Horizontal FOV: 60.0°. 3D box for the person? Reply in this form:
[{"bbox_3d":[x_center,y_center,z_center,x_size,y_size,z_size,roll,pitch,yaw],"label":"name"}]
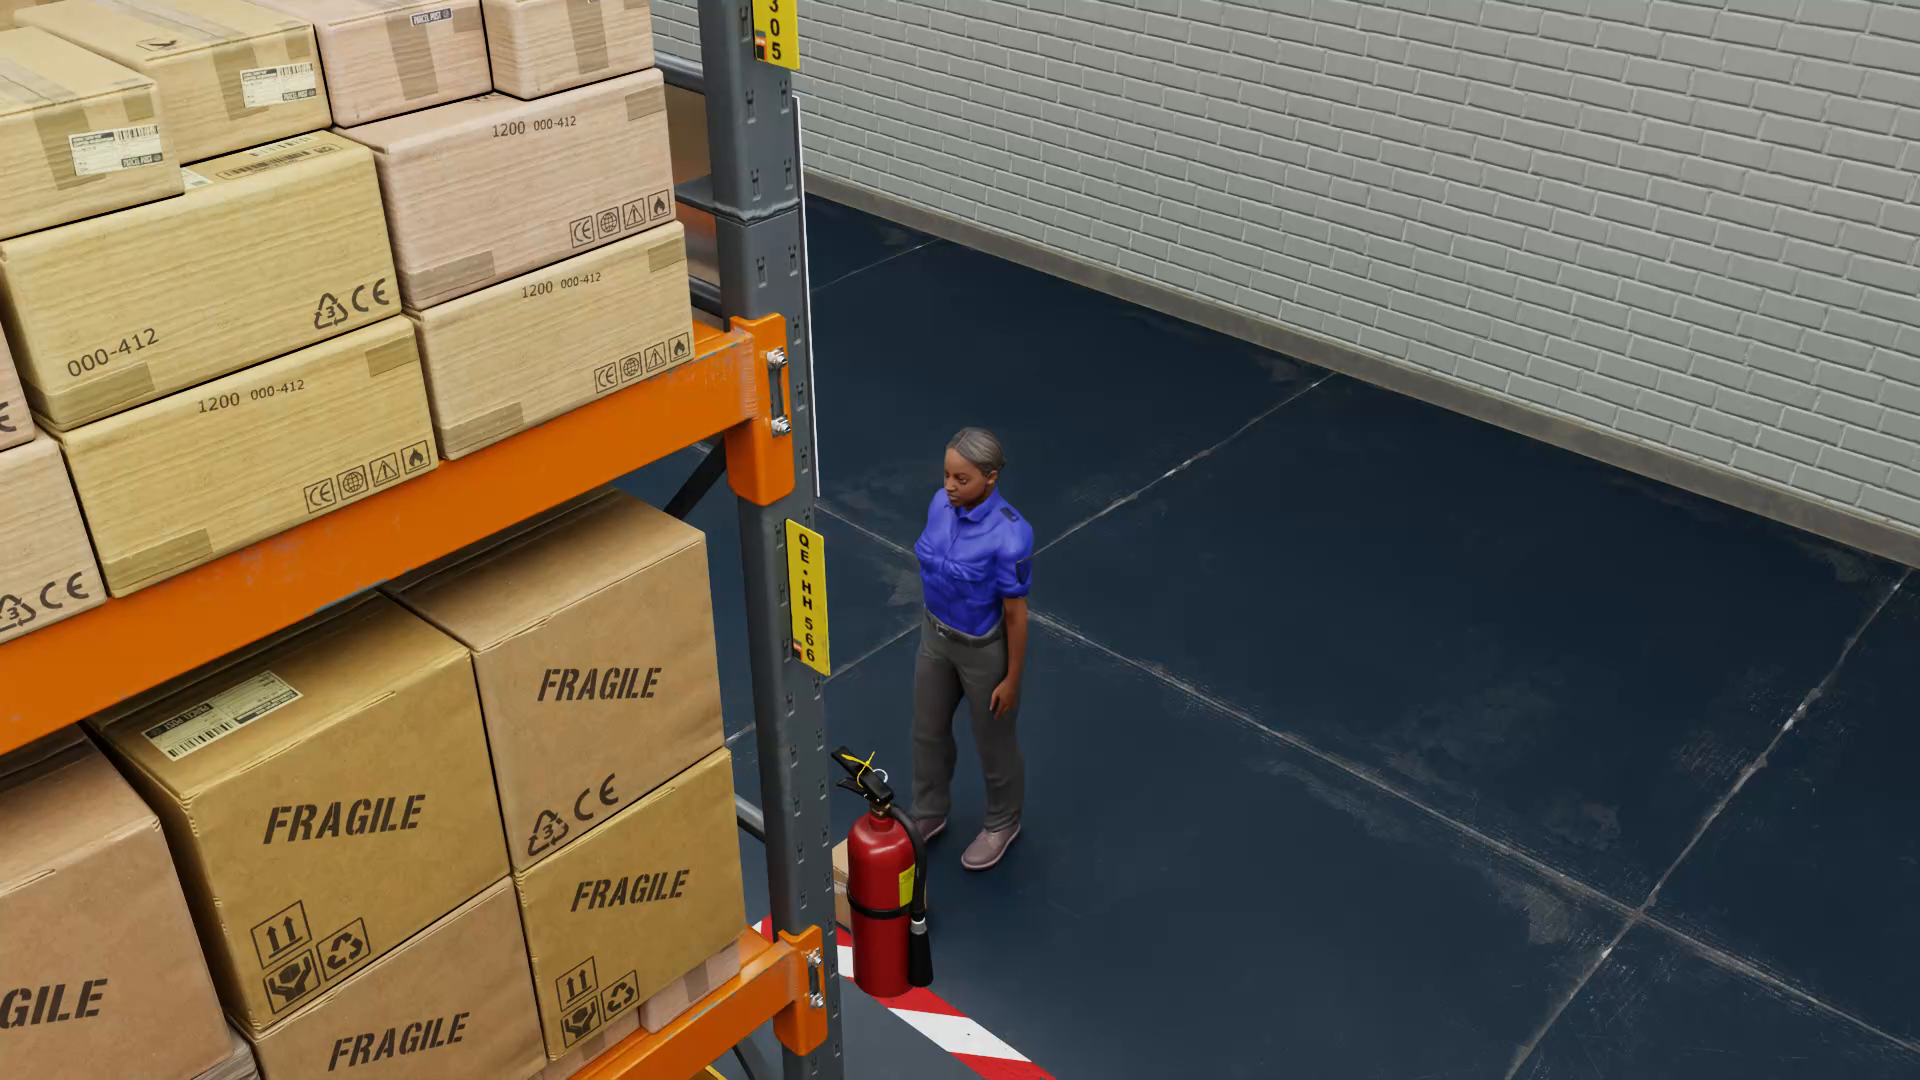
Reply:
[{"bbox_3d":[0.003,0.395,5.491,0.449,1.657,0.452,26,40,36],"label":"person"}]
